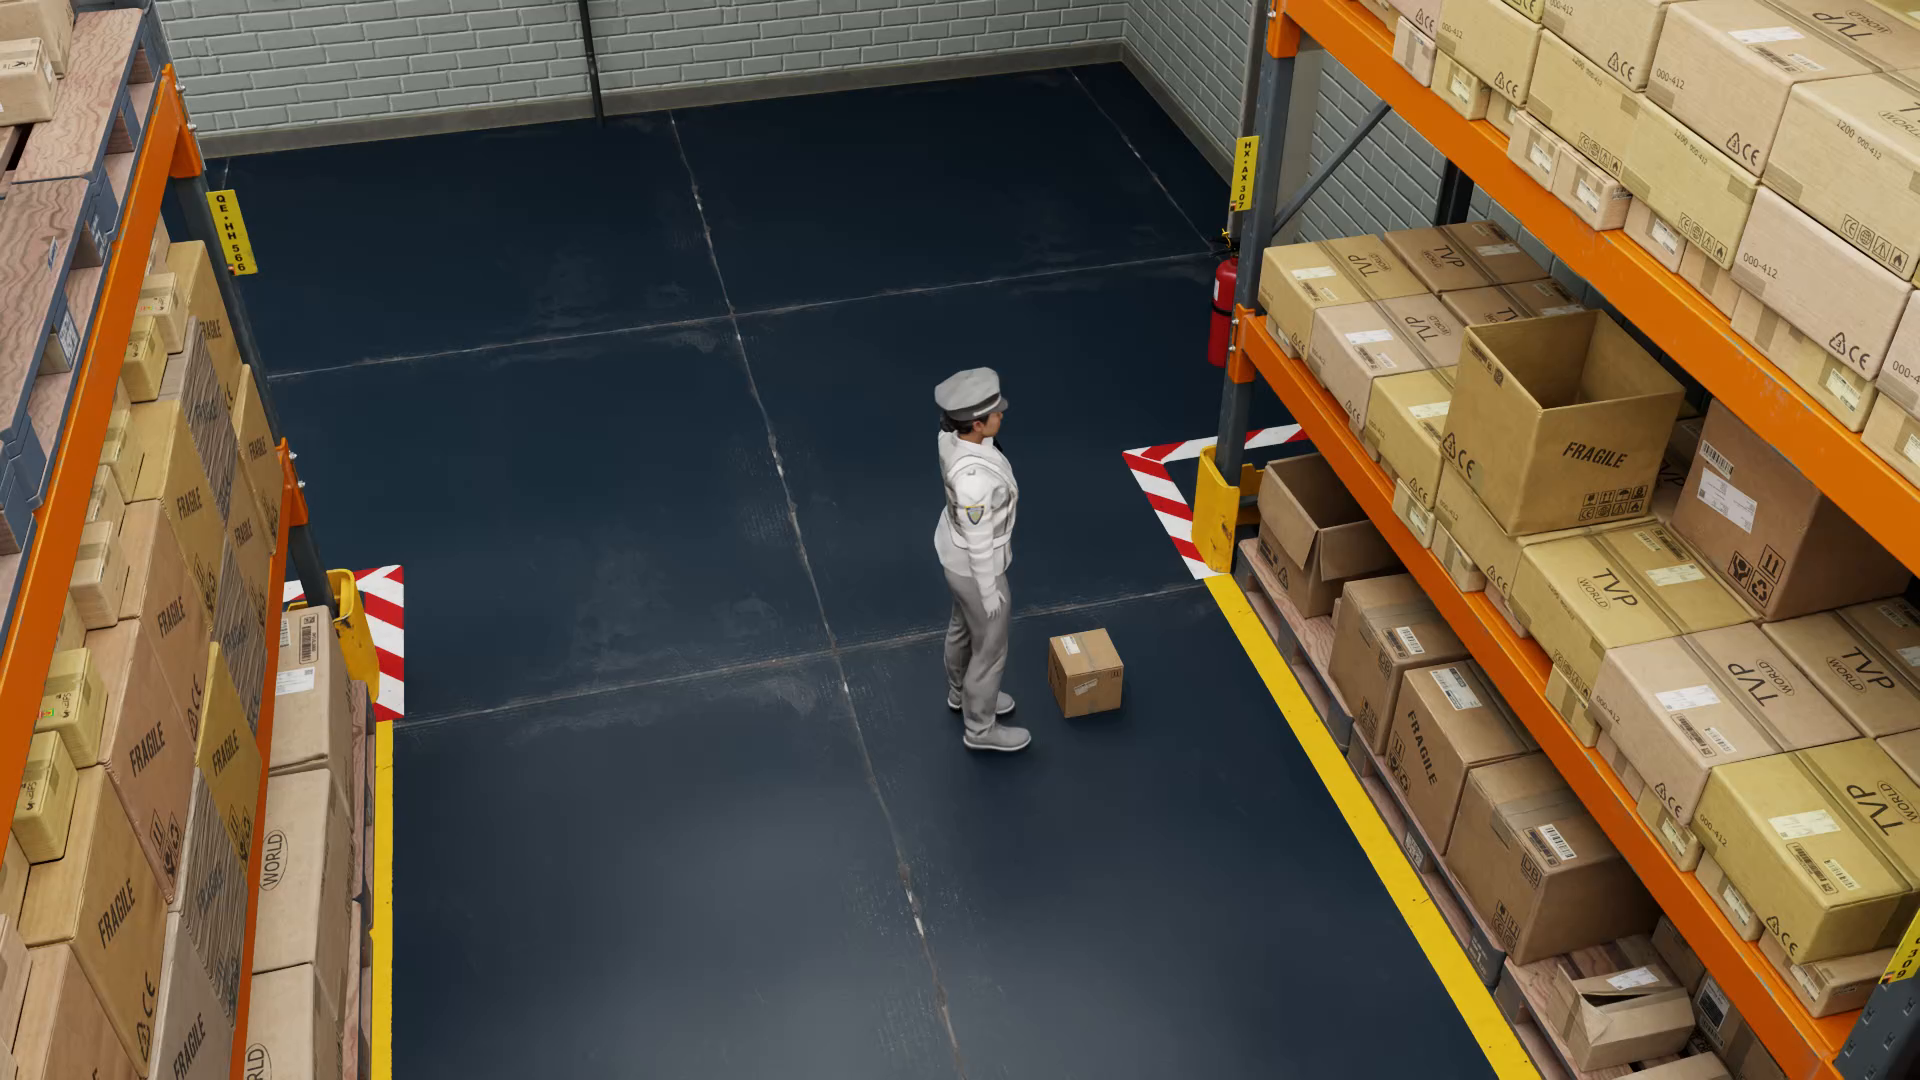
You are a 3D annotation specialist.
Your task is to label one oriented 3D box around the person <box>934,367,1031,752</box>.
[{"bbox_3d":[0.083,0.075,6.593,0.363,1.688,0.528,-6,39,-8],"label":"person"}]
